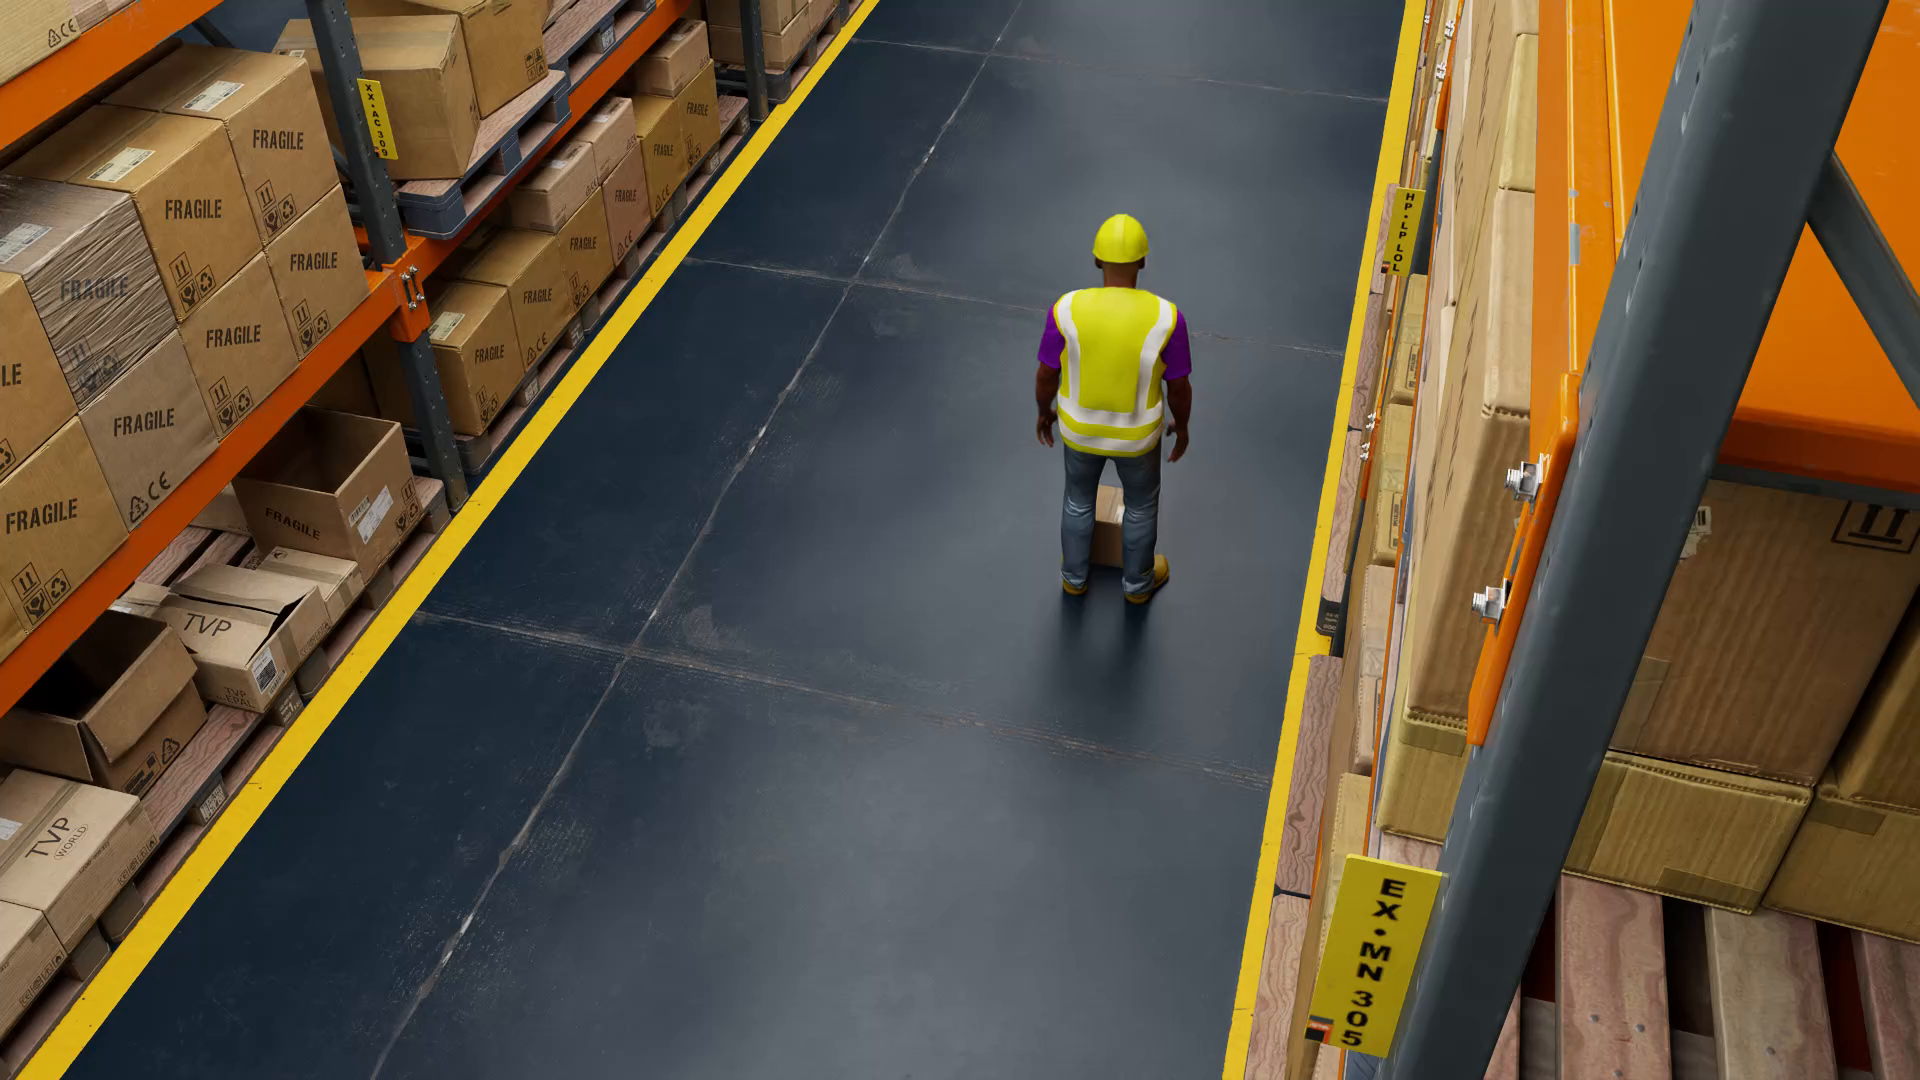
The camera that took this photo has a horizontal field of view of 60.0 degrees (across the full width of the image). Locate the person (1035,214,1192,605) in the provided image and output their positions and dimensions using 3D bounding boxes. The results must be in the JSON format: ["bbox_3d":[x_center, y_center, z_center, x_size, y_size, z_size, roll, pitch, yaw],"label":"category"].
[{"bbox_3d":[0.616,-0.486,6.709,0.626,1.759,0.463,8,41,10],"label":"person"}]
